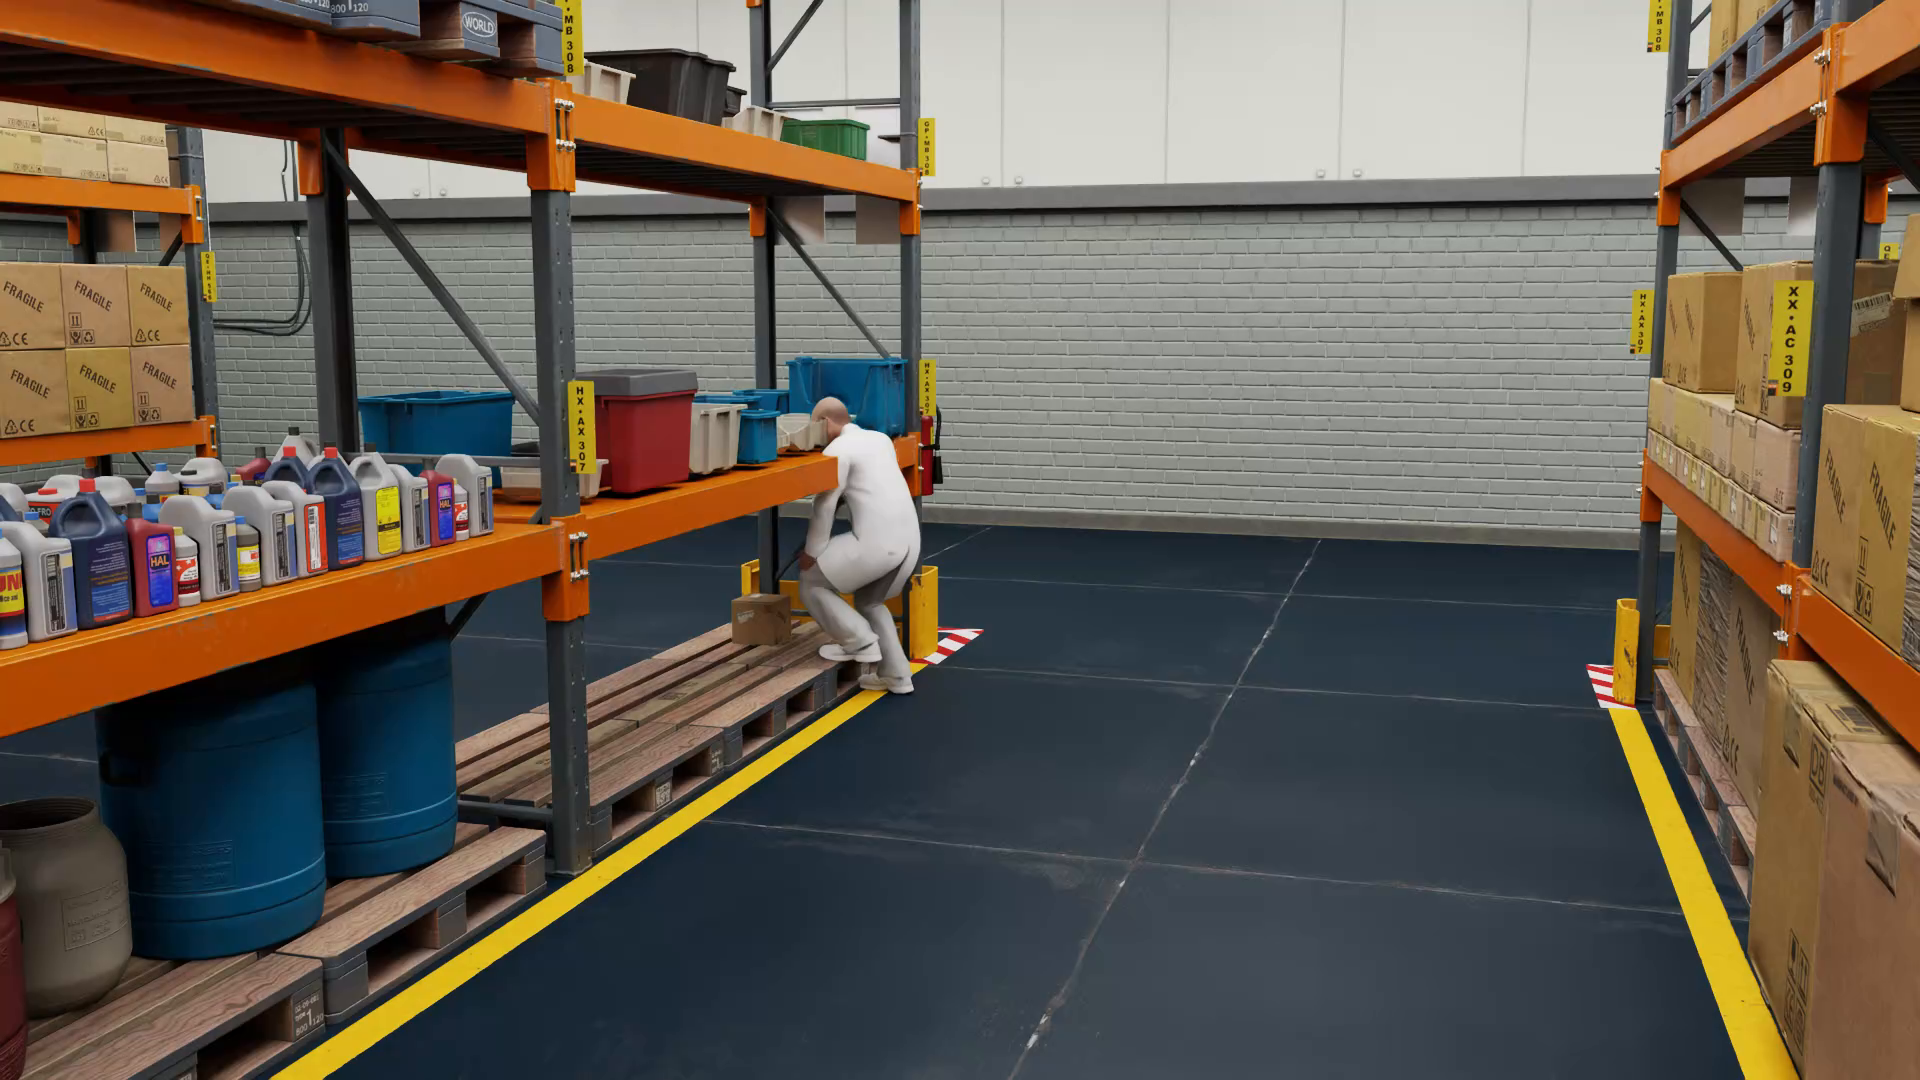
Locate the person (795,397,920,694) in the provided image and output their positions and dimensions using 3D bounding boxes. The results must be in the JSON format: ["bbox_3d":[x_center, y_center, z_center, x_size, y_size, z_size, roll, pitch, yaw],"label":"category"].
[{"bbox_3d":[-0.520,0.047,8.751,0.590,1.587,0.623,5,10,34],"label":"person"}]
